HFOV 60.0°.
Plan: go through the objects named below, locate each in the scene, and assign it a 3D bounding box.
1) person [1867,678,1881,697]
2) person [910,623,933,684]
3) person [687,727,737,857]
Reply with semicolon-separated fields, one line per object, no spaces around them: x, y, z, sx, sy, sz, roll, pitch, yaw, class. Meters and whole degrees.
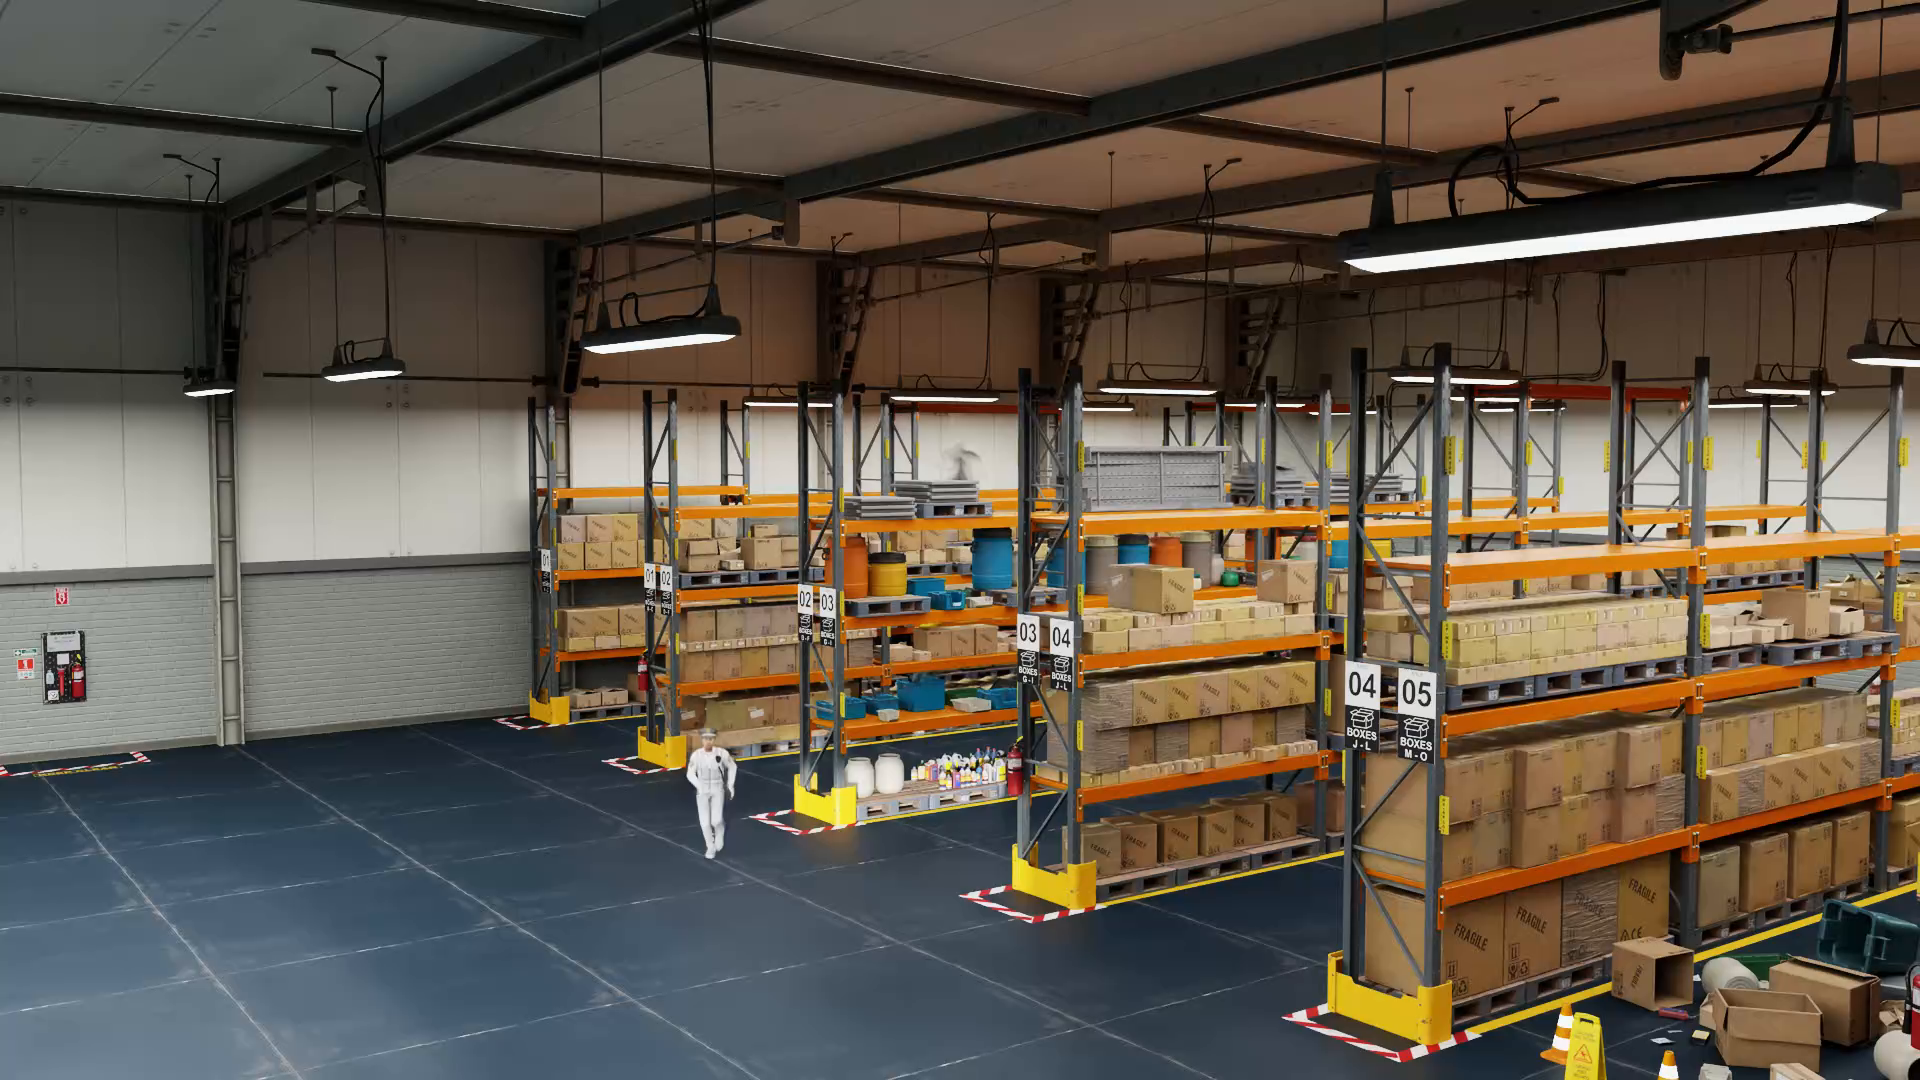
12.958;2.842;23.619;0.987;1.783;0.661;-2;4;-33;person
-0.721;2.415;32.053;0.690;1.713;0.623;3;5;43;person
-3.075;3.124;20.551;0.594;1.646;0.622;0;3;-3;person
